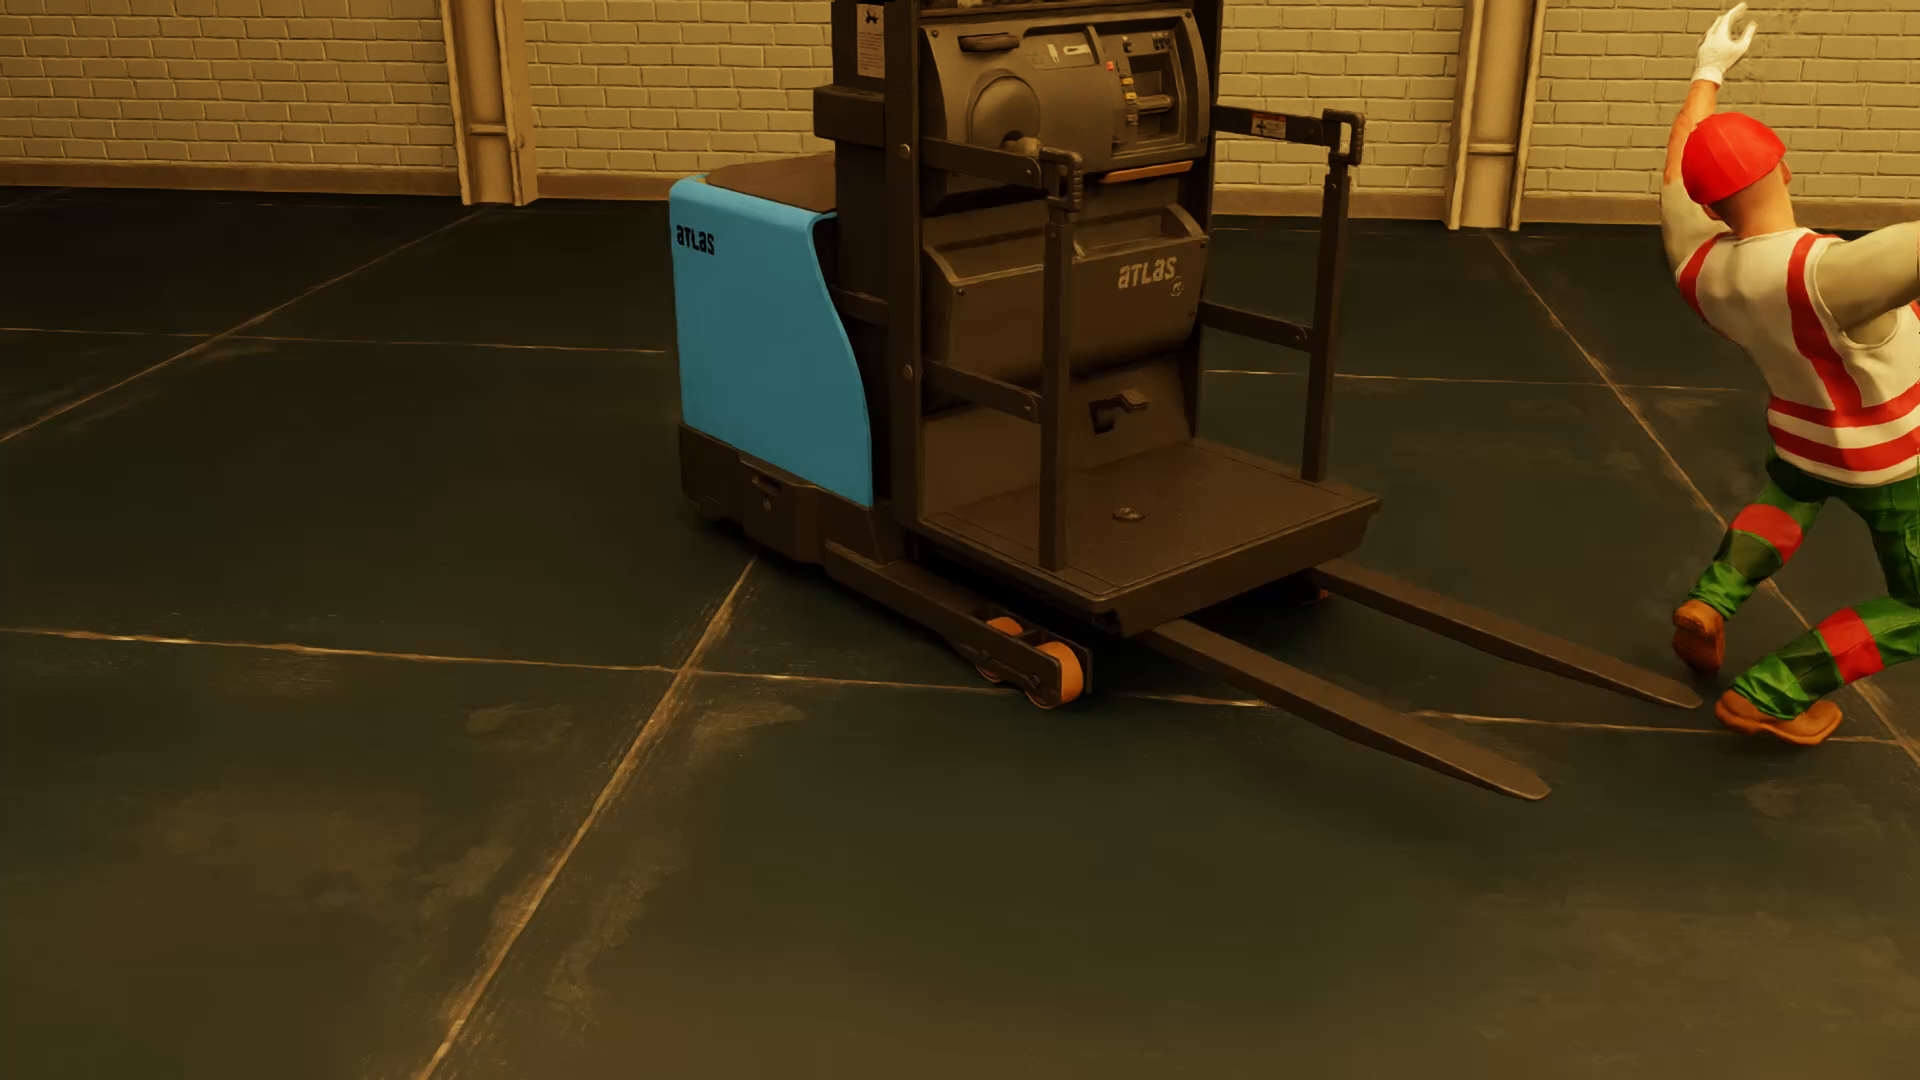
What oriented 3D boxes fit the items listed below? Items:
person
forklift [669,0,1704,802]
[{"bbox_3d":[1.912,-0.338,3.814,0.777,1.645,0.992,-7,23,-16],"label":"person"},{"bbox_3d":[0.432,-1.151,4.111,1.130,2.935,3.031,-17,28,-36],"label":"forklift"}]
